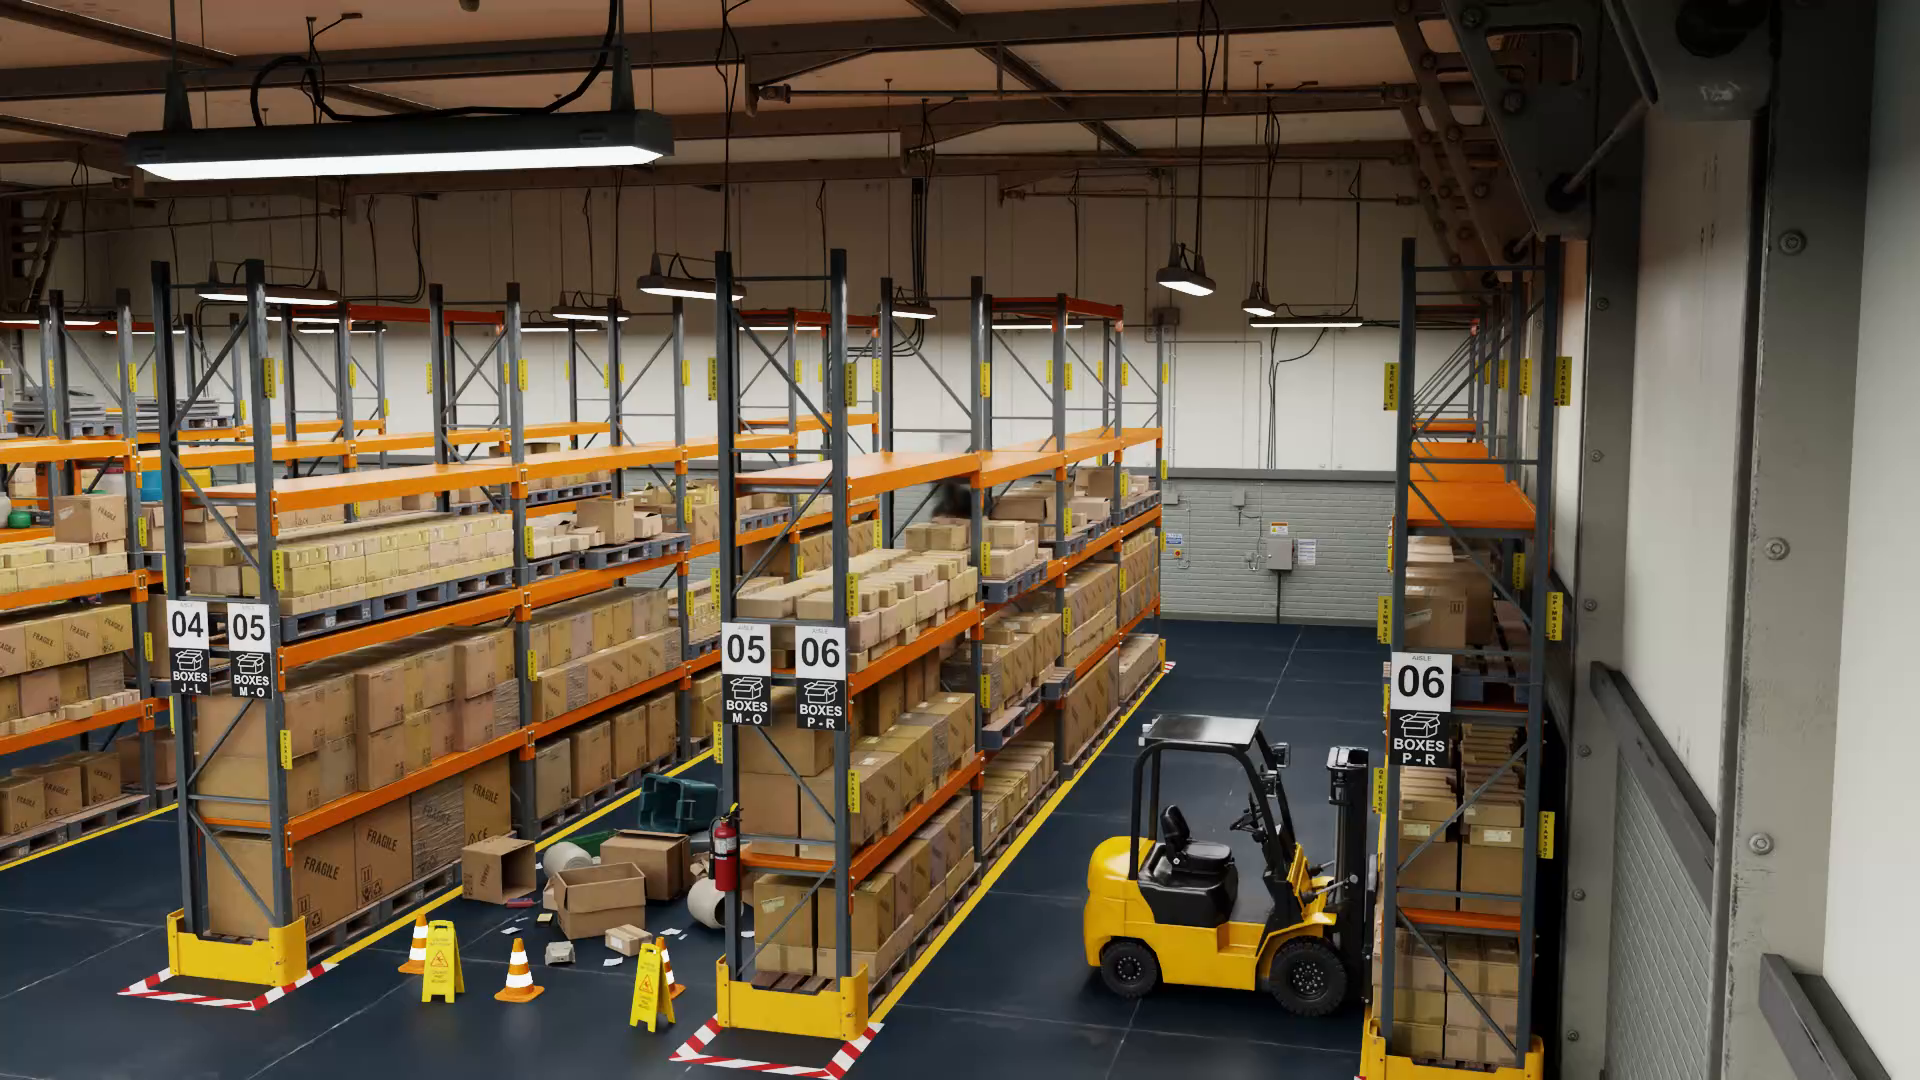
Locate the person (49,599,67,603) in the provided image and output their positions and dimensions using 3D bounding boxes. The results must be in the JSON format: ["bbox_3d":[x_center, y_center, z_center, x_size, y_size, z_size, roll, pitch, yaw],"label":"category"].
[{"bbox_3d":[-15.461,1.301,28.190,0.656,1.789,0.956,1,6,8],"label":"person"}]
